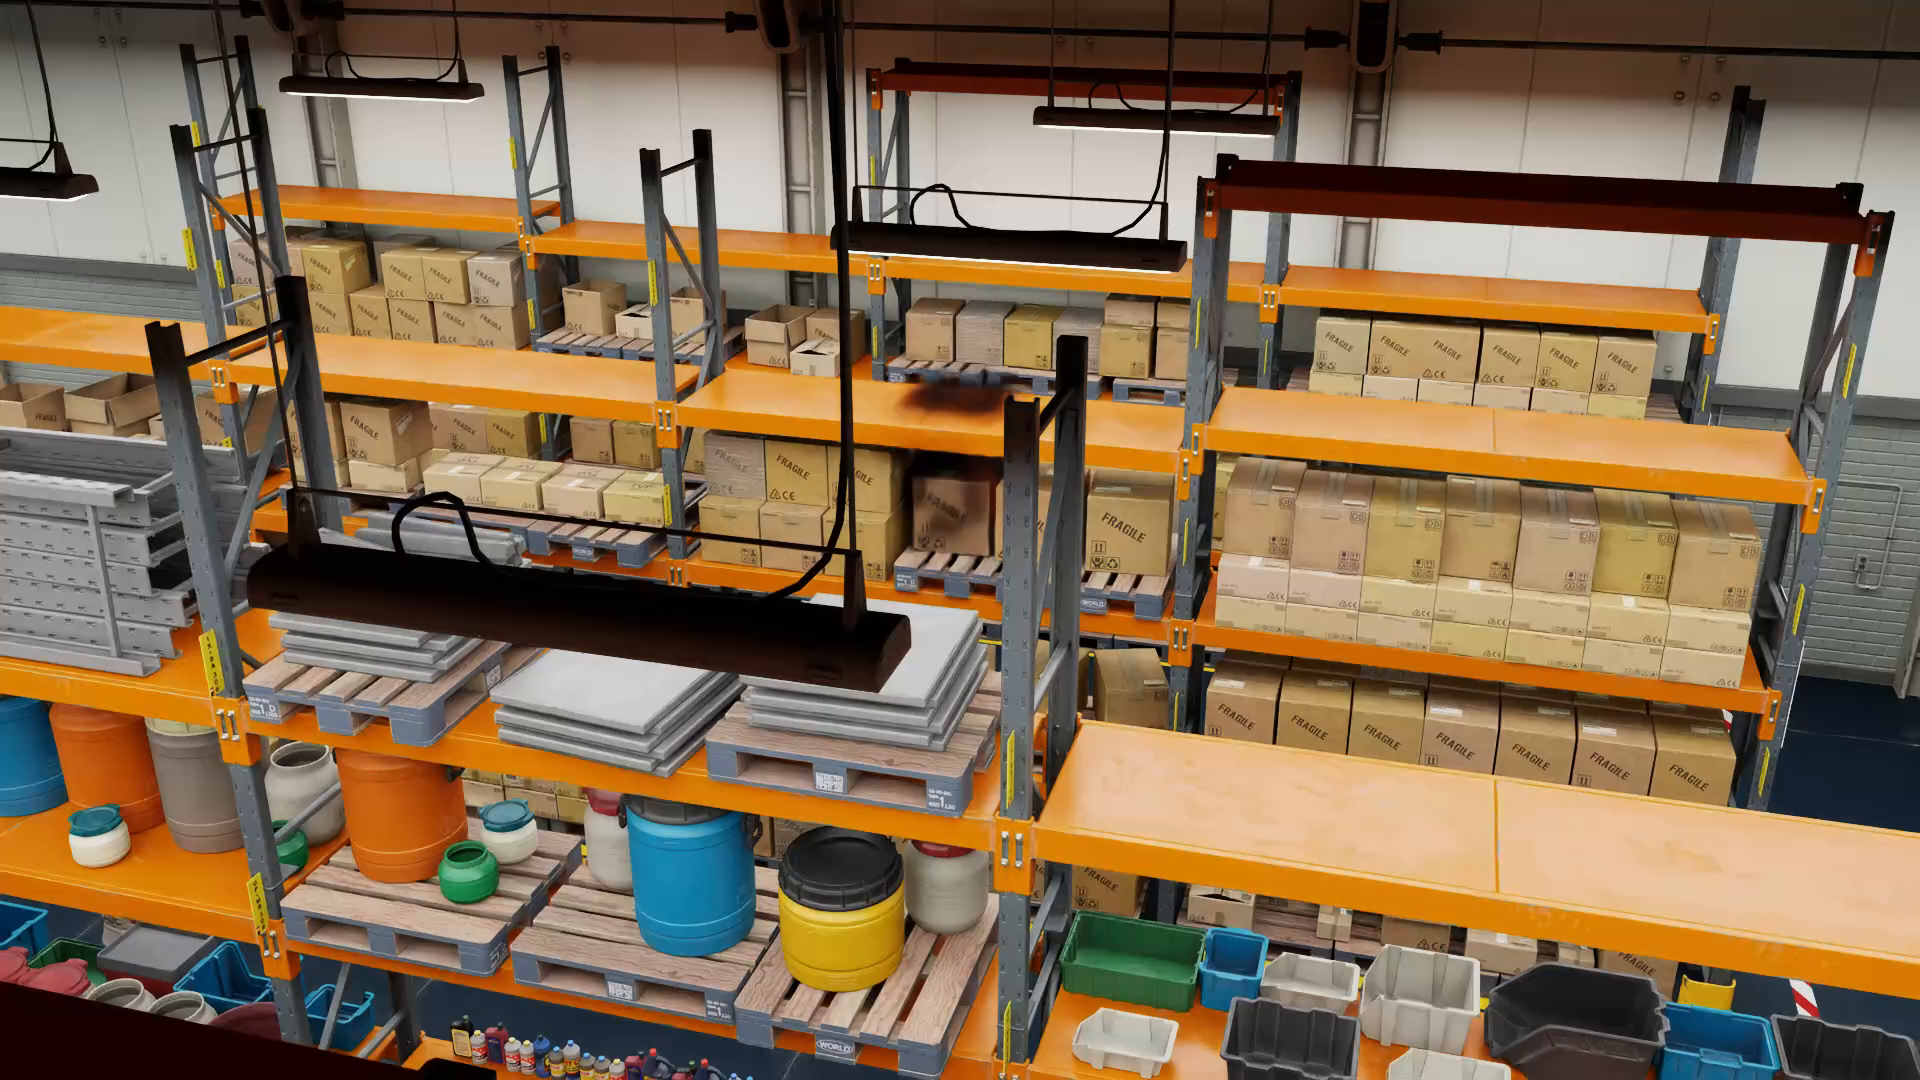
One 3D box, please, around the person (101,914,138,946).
[{"bbox_3d":[-5.818,2.847,11.709,0.501,1.688,0.393,12,25,26],"label":"person"}]
